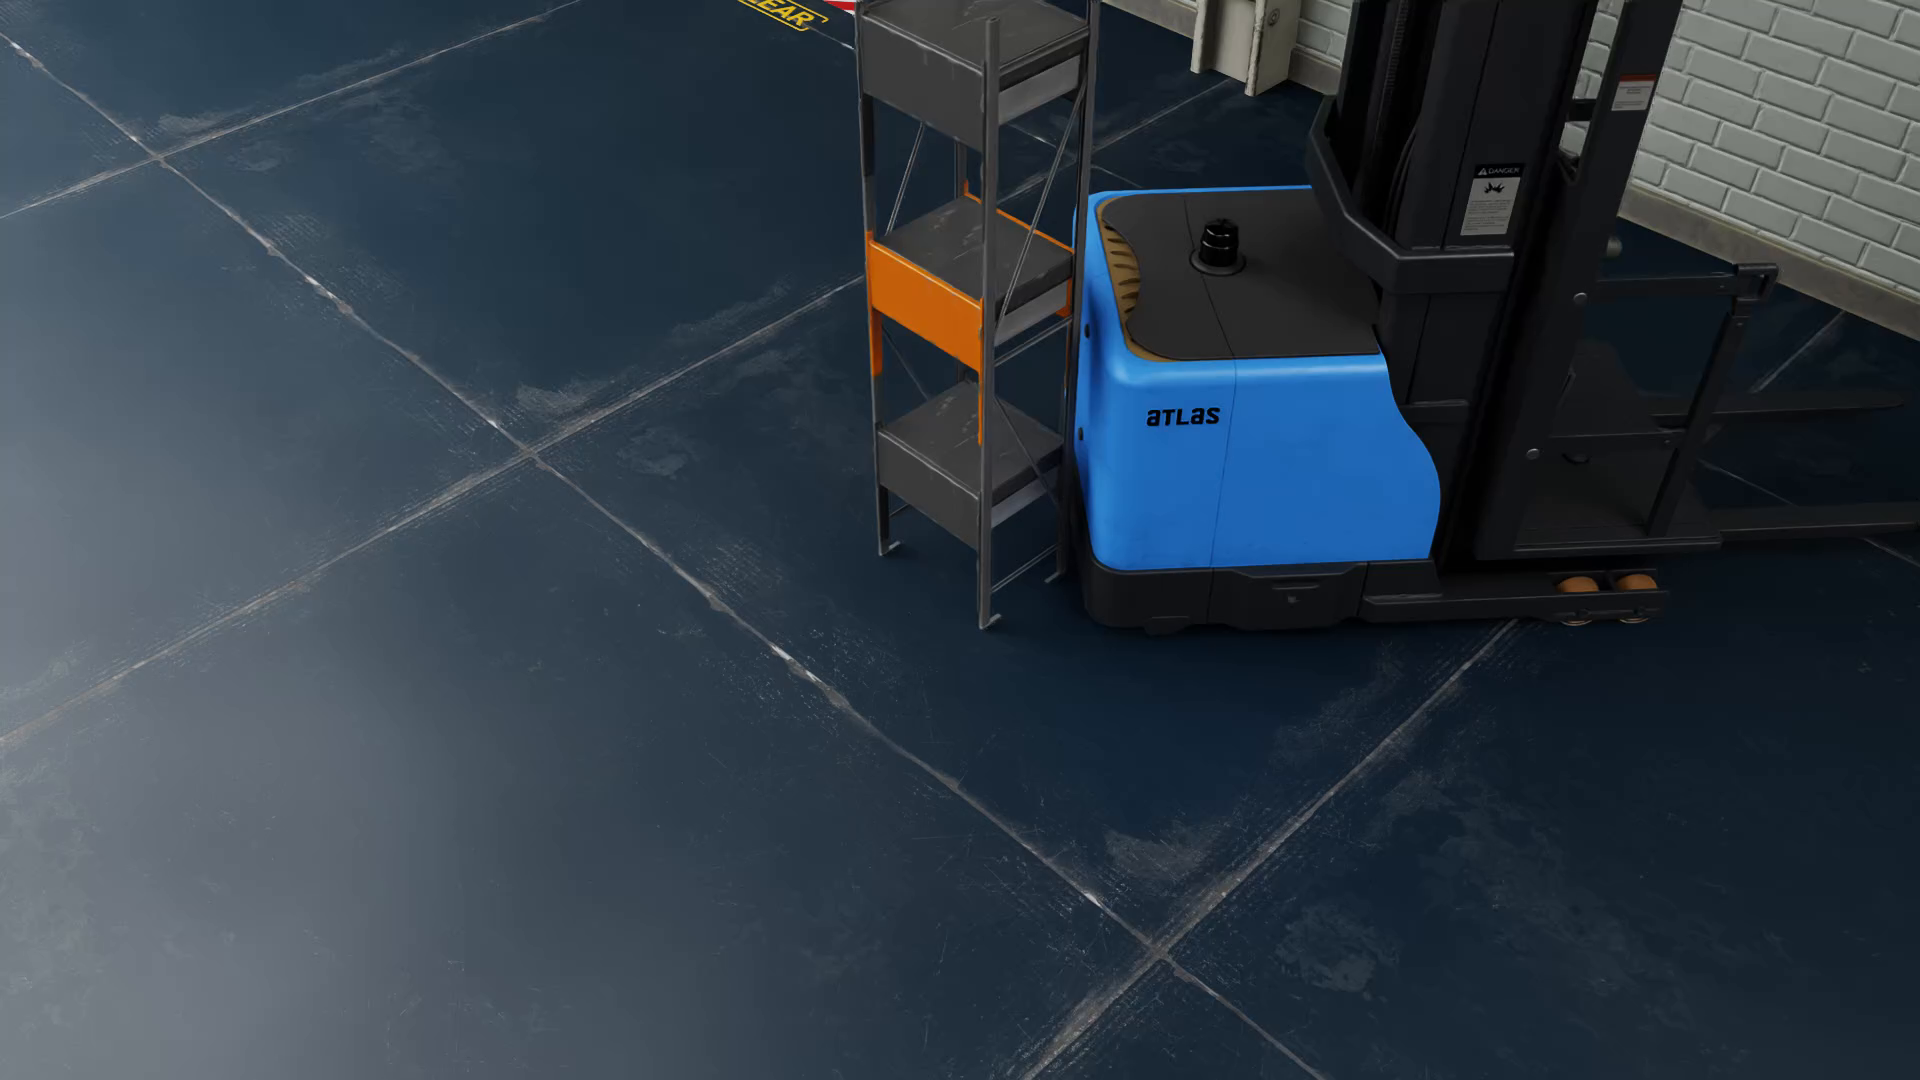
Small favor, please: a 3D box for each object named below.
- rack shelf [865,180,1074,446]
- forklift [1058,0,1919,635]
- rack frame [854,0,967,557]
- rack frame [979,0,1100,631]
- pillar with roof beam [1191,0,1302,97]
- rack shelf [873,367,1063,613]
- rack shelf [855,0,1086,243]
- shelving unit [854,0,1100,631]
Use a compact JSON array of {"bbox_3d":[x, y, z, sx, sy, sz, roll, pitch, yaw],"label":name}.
[{"bbox_3d":[0.041,-0.681,4.960,0.431,0.518,0.480,-33,52,-31],"label":"rack shelf"},{"bbox_3d":[1.894,-1.154,4.840,3.031,2.935,1.130,-2,43,-3],"label":"forklift"},{"bbox_3d":[-0.129,-0.810,5.079,0.400,2.100,0.015,-33,52,-31],"label":"rack frame"},{"bbox_3d":[0.211,-0.572,4.822,0.400,2.100,0.015,-33,52,-31],"label":"rack frame"},{"bbox_3d":[-1.655,-3.562,2.974,9.100,9.000,0.400,-34,53,-31],"label":"pillar with roof beam"},{"bbox_3d":[0.041,-0.167,5.435,0.431,0.518,0.480,-33,52,-31],"label":"rack shelf"},{"bbox_3d":[0.041,-1.195,4.485,0.431,0.518,0.480,-33,52,-31],"label":"rack shelf"},{"bbox_3d":[0.041,-0.691,4.951,0.431,2.100,0.503,-33,52,-31],"label":"shelving unit"}]
